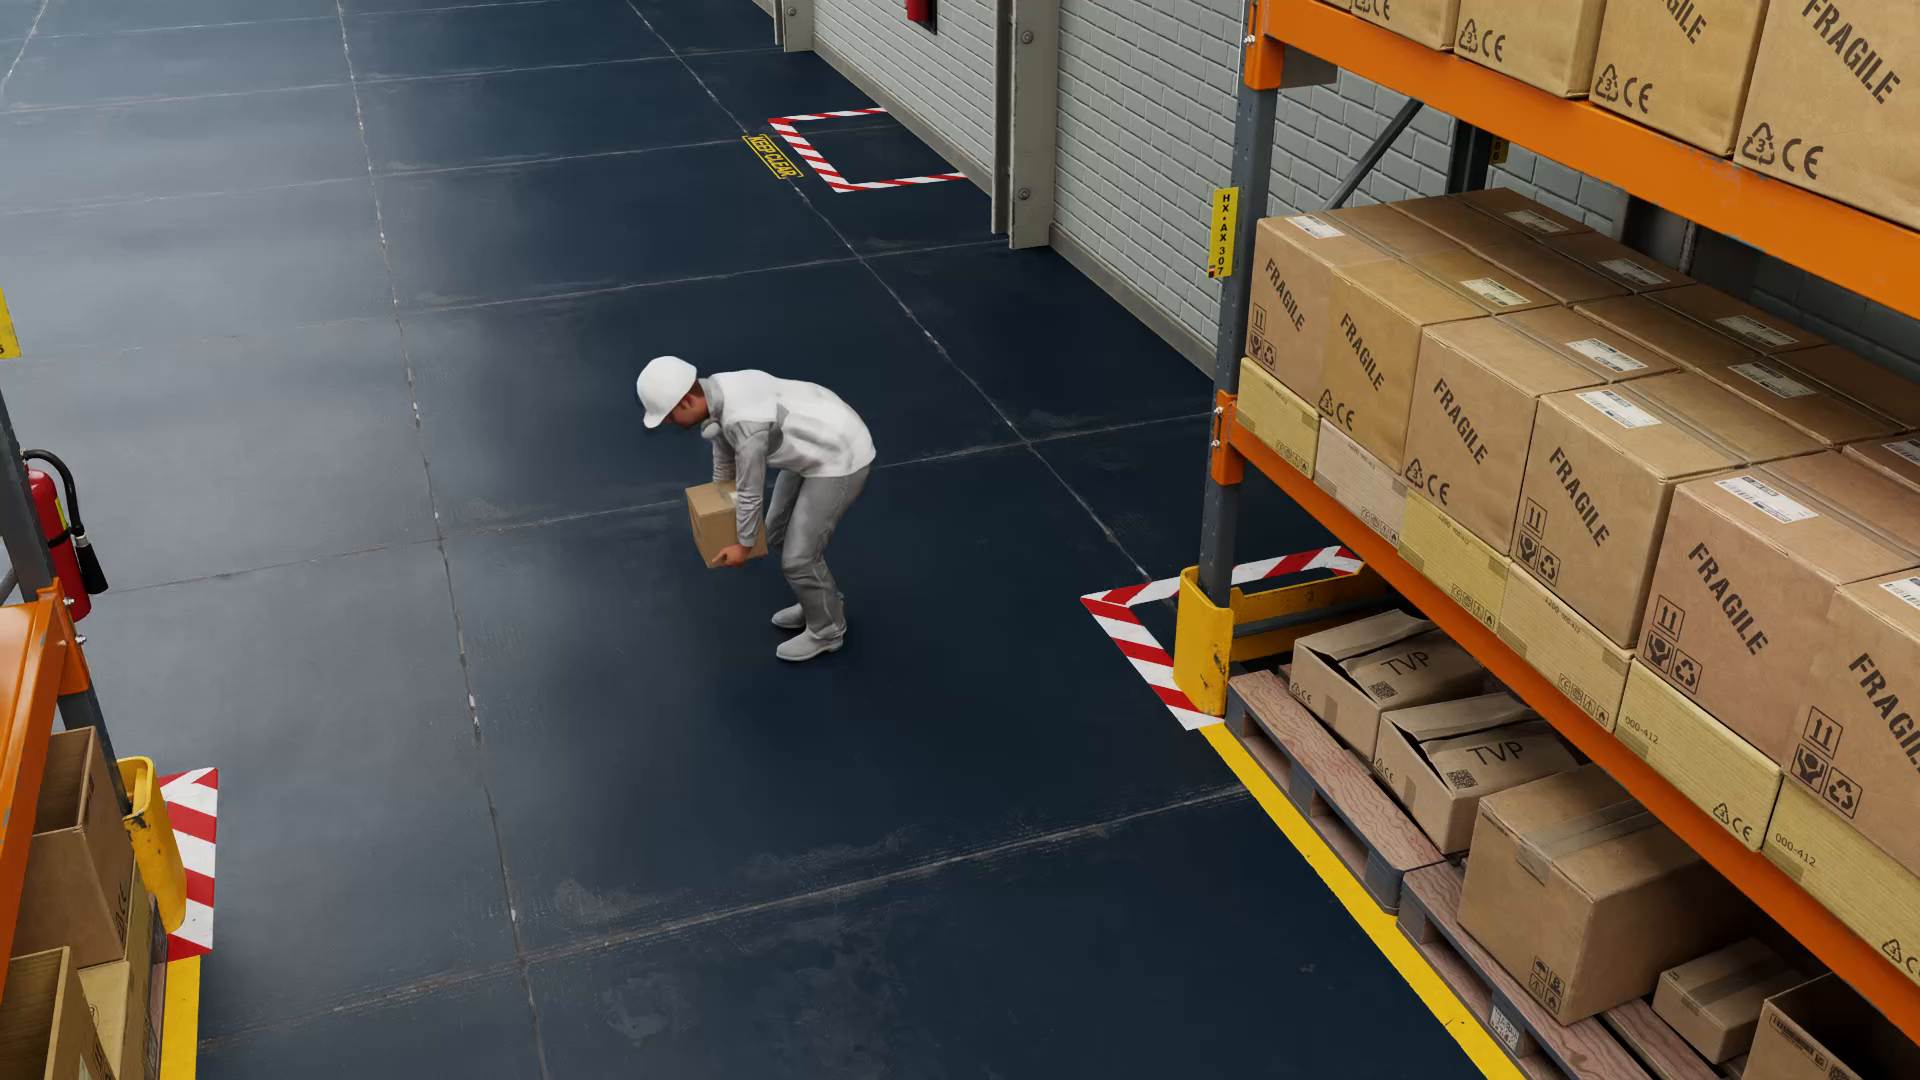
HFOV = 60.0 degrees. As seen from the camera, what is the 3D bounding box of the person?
[{"bbox_3d":[-0.801,-0.148,6.757,0.919,1.385,0.473,-11,32,-19],"label":"person"}]
